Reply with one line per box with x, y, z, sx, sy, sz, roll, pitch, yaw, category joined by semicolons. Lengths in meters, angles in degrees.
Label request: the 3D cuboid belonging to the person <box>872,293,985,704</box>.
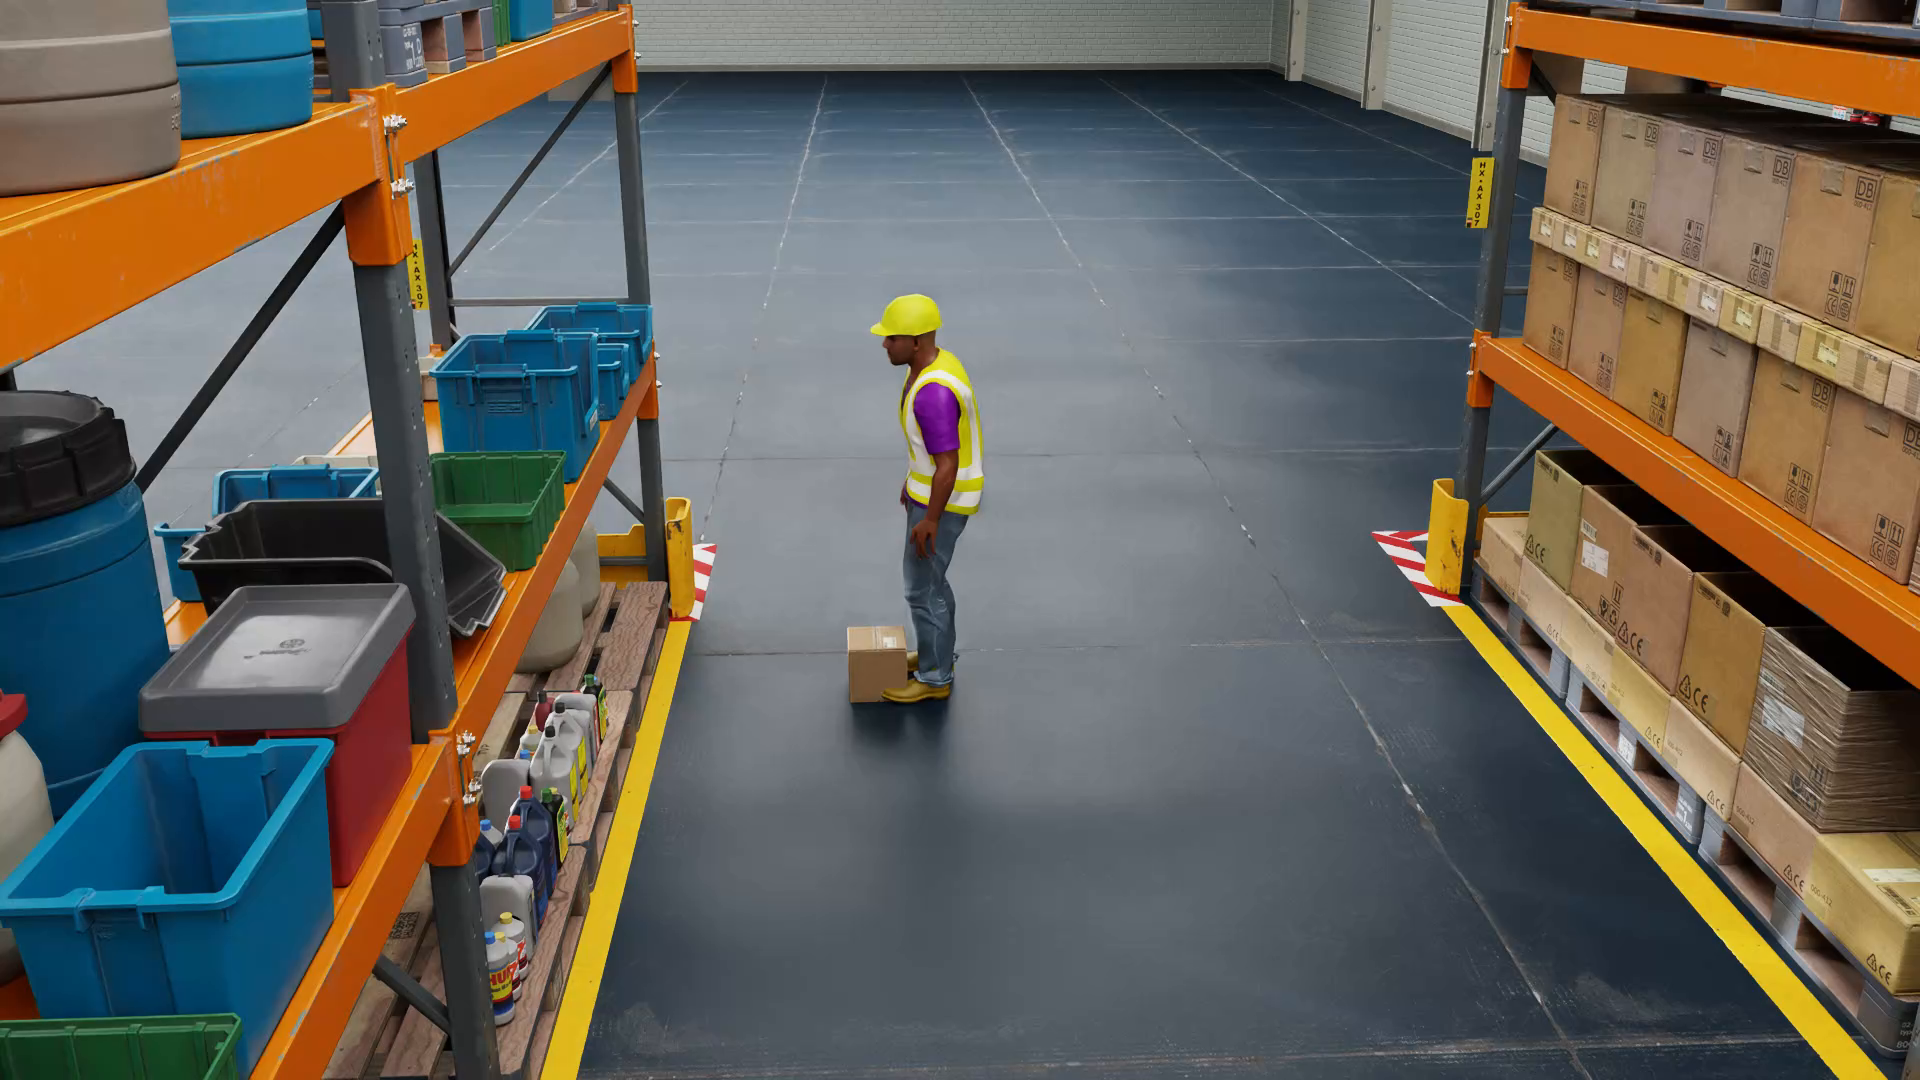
-0.130;-0.177;7.029;0.459;1.760;0.625;-2;20;-4;person
